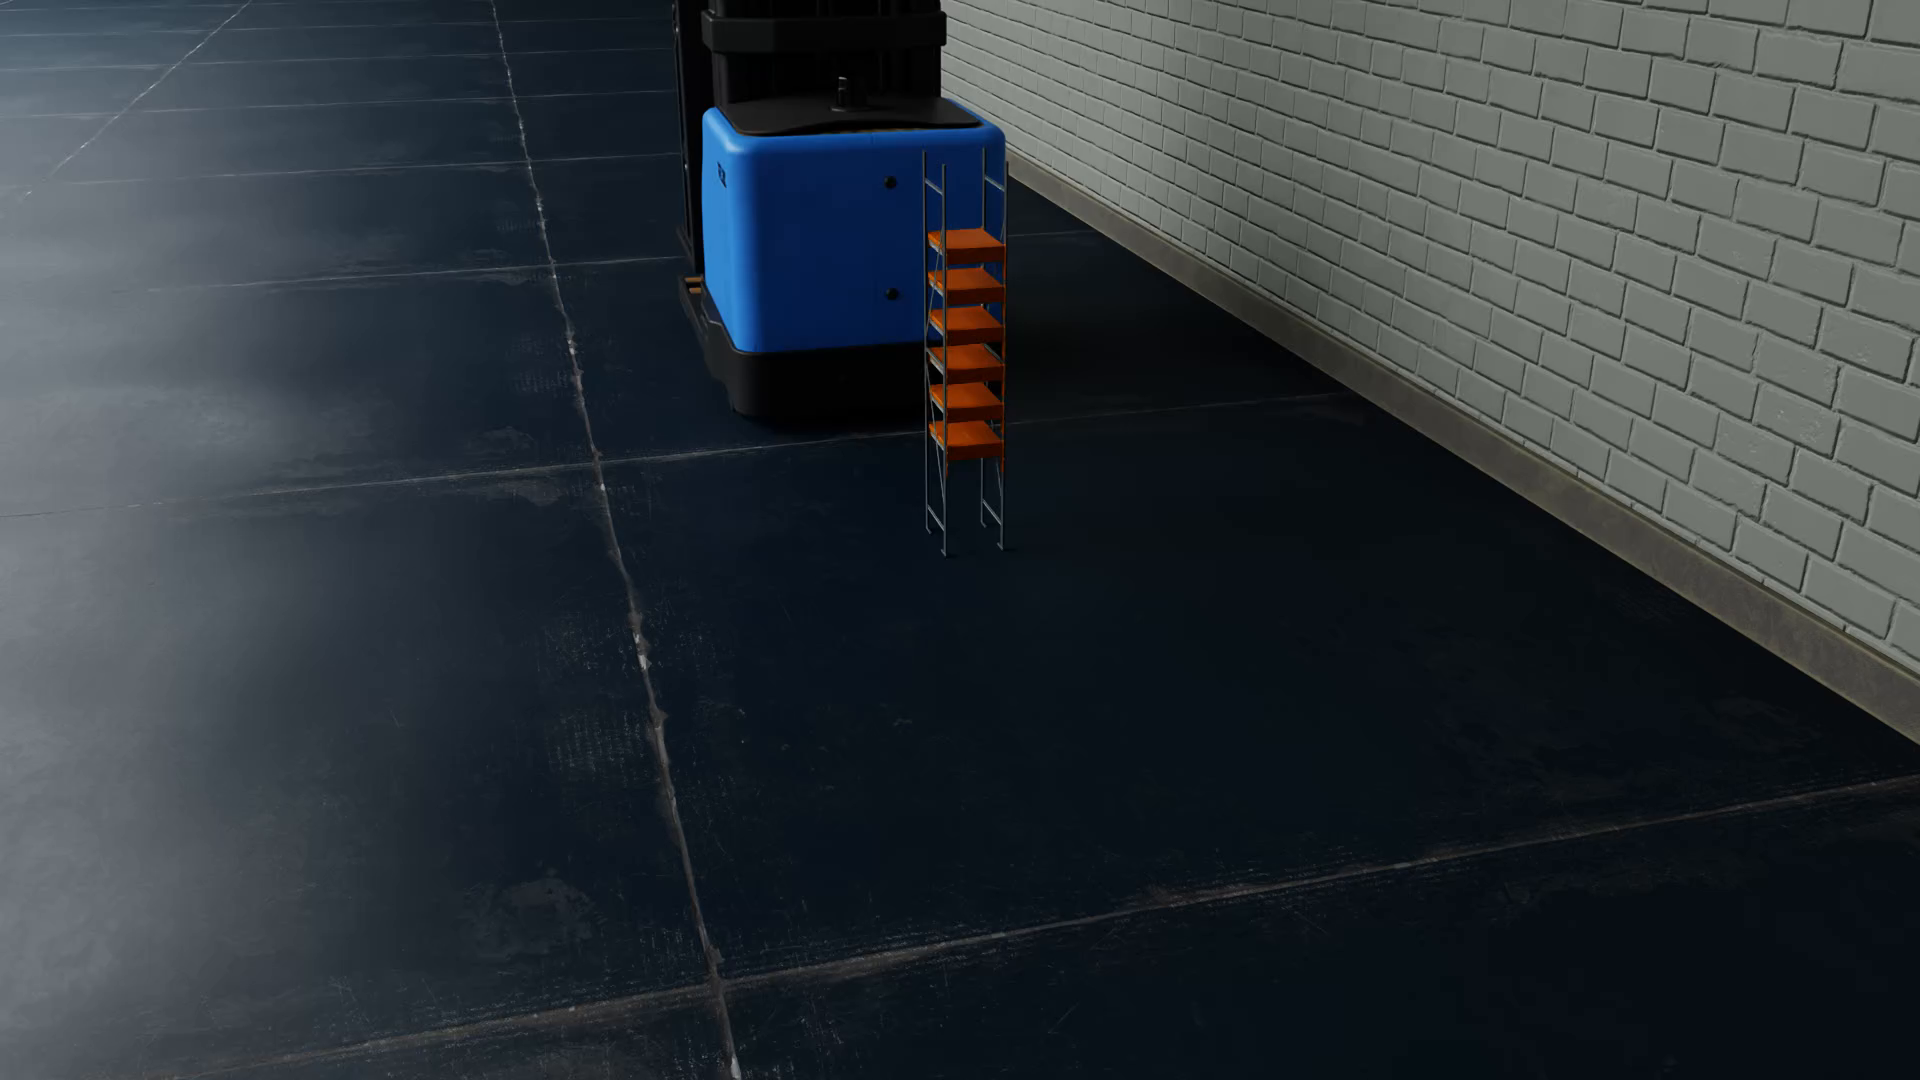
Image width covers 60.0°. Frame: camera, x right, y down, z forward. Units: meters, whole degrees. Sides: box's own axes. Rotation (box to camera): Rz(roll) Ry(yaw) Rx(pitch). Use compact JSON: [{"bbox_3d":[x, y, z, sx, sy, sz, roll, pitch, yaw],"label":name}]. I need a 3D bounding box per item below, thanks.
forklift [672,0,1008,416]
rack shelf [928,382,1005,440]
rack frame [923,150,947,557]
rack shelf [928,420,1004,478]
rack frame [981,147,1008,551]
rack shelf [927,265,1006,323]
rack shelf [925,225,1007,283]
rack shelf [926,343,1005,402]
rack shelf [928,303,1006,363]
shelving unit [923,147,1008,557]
[{"bbox_3d":[-0.681,-2.356,7.023,1.130,2.935,3.031,-6,24,-13],"label":"forklift"},{"bbox_3d":[0.014,-0.402,5.082,0.180,0.103,0.258,-6,24,-14],"label":"rack shelf"},{"bbox_3d":[-0.074,-0.543,4.994,0.006,1.200,0.240,-6,24,-14],"label":"rack frame"},{"bbox_3d":[0.014,-0.292,5.129,0.180,0.103,0.258,-6,24,-14],"label":"rack shelf"},{"bbox_3d":[0.102,-0.563,5.040,0.006,1.200,0.240,-6,24,-14],"label":"rack frame"},{"bbox_3d":[0.014,-0.733,4.940,0.180,0.103,0.258,-6,24,-14],"label":"rack shelf"},{"bbox_3d":[0.014,-0.843,4.893,0.180,0.103,0.258,-6,24,-14],"label":"rack shelf"},{"bbox_3d":[0.014,-0.512,5.035,0.180,0.103,0.258,-6,24,-14],"label":"rack shelf"},{"bbox_3d":[0.014,-0.622,4.987,0.180,0.103,0.258,-6,24,-14],"label":"rack shelf"},{"bbox_3d":[0.014,-0.553,5.017,0.189,1.200,0.258,-6,24,-14],"label":"shelving unit"}]
